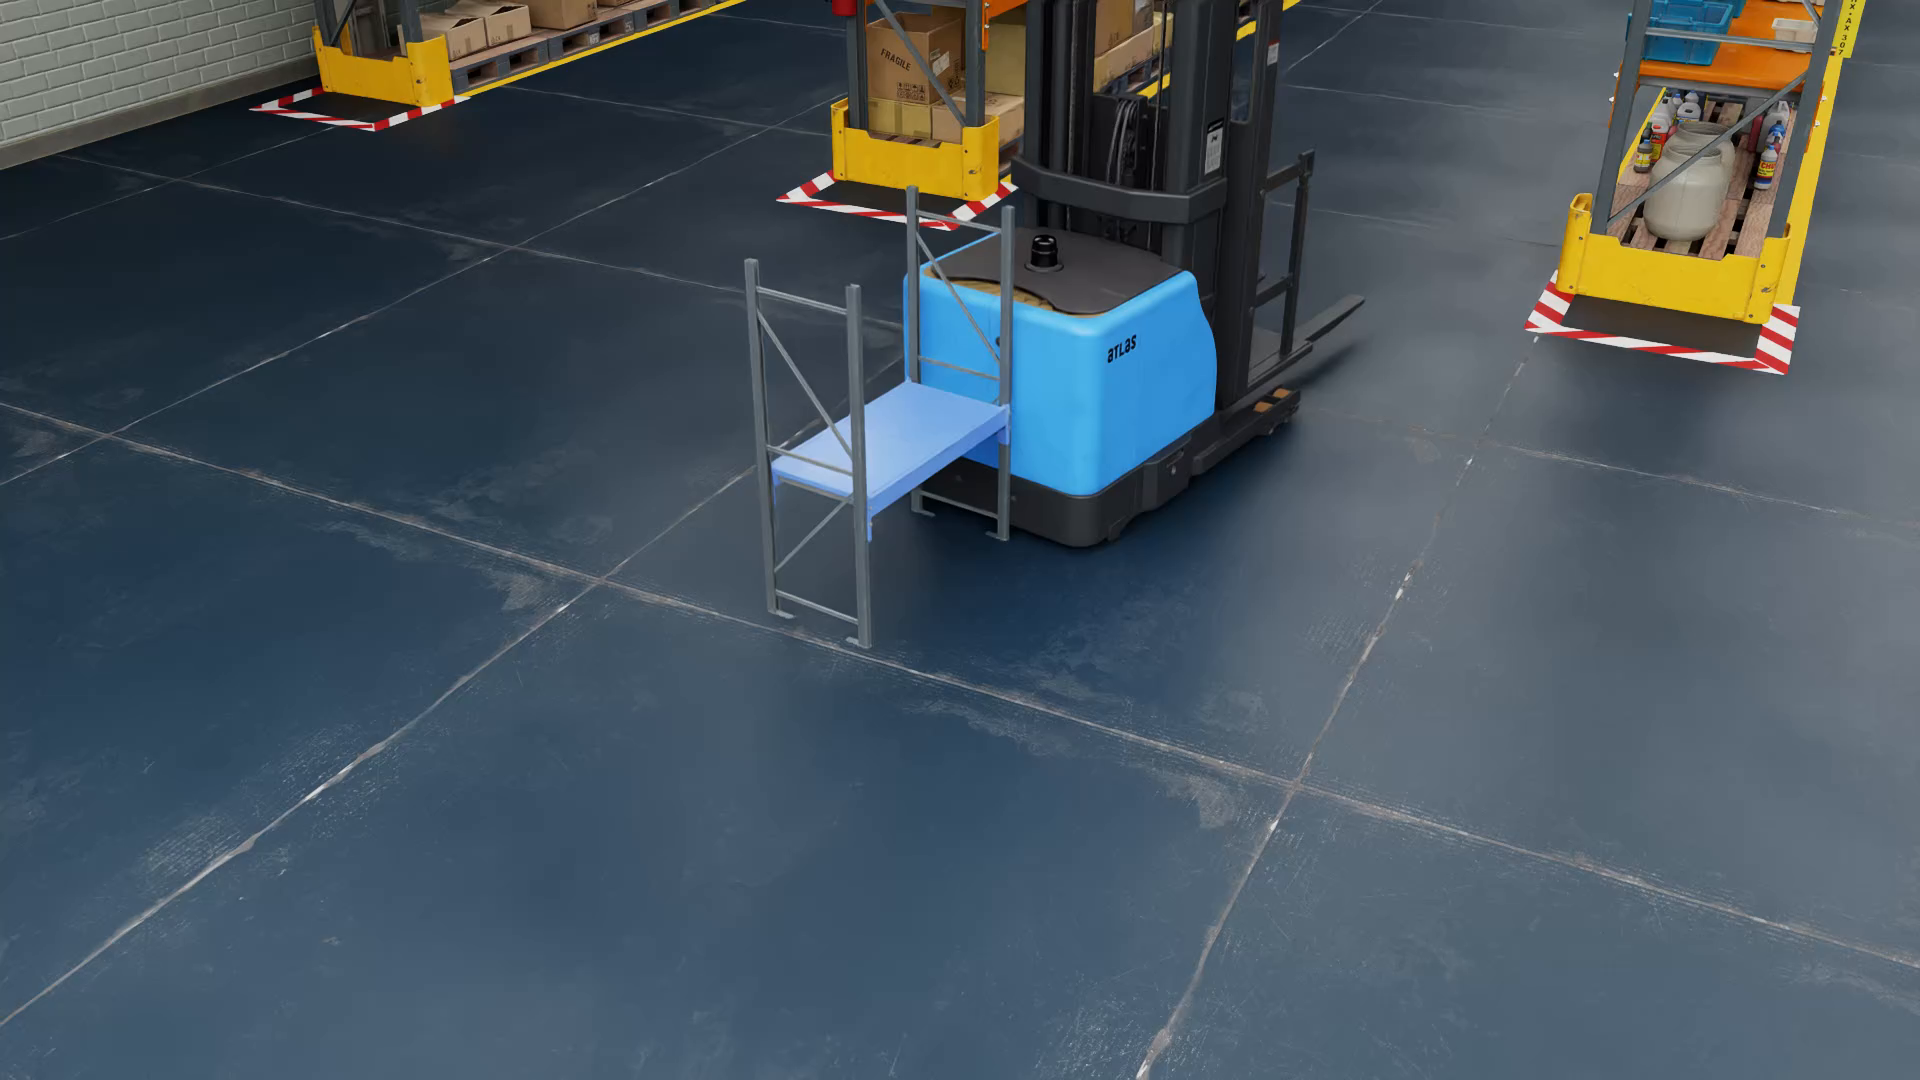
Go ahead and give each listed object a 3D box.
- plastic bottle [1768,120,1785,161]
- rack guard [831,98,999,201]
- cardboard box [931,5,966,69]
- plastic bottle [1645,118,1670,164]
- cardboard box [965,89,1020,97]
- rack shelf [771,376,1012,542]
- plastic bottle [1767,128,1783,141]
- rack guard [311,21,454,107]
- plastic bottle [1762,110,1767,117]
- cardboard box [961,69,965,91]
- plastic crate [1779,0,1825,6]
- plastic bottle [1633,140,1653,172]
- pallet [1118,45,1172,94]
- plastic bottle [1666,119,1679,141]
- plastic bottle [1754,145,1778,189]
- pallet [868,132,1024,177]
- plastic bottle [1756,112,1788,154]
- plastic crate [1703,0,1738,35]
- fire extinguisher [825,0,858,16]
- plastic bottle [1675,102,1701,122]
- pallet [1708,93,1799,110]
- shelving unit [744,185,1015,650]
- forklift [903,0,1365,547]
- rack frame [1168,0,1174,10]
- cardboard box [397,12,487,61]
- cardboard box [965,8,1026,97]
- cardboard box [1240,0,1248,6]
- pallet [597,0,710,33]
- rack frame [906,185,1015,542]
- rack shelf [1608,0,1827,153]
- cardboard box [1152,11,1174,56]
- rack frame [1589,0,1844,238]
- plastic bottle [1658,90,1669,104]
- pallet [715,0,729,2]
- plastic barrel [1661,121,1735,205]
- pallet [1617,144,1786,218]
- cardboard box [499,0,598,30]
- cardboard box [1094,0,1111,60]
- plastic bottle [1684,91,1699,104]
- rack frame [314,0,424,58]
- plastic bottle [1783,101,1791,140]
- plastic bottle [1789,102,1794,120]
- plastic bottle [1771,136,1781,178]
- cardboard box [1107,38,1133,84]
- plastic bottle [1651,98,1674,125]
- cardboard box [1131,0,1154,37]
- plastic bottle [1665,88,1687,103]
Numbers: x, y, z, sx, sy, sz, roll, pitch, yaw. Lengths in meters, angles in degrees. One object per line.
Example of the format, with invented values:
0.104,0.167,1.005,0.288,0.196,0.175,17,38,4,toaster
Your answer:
5.503,-2.697,11.232,0.097,0.271,0.097,0,30,0,plastic bottle
-0.314,-2.701,11.451,1.175,0.500,0.348,14,33,23,rack guard
0.119,-3.862,12.550,0.500,0.500,0.500,14,33,23,cardboard box
4.691,-2.699,11.231,0.152,0.276,0.135,15,33,24,plastic bottle
0.364,-3.195,12.141,0.500,0.250,0.500,14,33,23,cardboard box
-0.282,-0.349,6.713,0.538,0.185,1.000,18,35,29,rack shelf
5.410,-2.607,11.076,0.097,0.271,0.097,0,30,0,plastic bottle
-4.680,-3.867,13.483,1.175,0.500,0.348,14,33,23,rack guard
5.553,-2.889,11.555,0.061,0.283,0.133,14,33,23,plastic bottle
-0.104,-3.314,12.349,0.500,0.250,0.500,14,33,23,cardboard box
5.413,-3.552,10.688,0.530,0.136,0.437,14,33,23,plastic crate
4.552,-2.561,11.066,0.097,0.201,0.097,0,30,0,plastic bottle
1.120,-4.017,14.032,1.003,0.211,1.213,14,33,23,pallet
4.786,-2.678,11.188,0.061,0.283,0.133,14,33,23,plastic bottle
5.209,-2.411,10.734,0.097,0.271,0.097,0,30,0,plastic bottle
0.008,-2.935,12.149,1.003,0.211,1.213,14,33,23,pallet
5.578,-2.803,11.412,0.152,0.276,0.135,15,33,24,plastic bottle
4.368,-3.182,9.928,0.499,0.251,0.408,14,33,23,plastic crate
-0.770,-3.815,10.959,0.296,0.674,0.183,14,33,23,fire extinguisher
5.054,-2.895,11.572,0.152,0.276,0.135,14,33,23,plastic bottle
6.251,-3.591,13.292,1.003,0.211,1.213,14,33,23,pallet
-0.282,-0.505,6.624,0.538,1.500,1.048,18,35,29,shelving unit
1.036,-1.914,7.640,1.130,2.935,3.031,21,36,32,forklift
1.519,-5.569,13.935,1.000,3.000,0.127,14,33,23,rack frame
-4.319,-4.229,13.860,0.500,0.311,0.500,11,32,18,cardboard box
0.366,-3.520,11.954,0.500,0.500,0.500,14,33,23,cardboard box
2.391,-5.138,15.524,0.500,0.250,0.500,13,32,22,cardboard box
-3.167,-5.176,16.051,1.003,0.211,1.213,14,33,23,pallet
-0.002,-0.717,6.992,0.500,1.500,0.032,18,35,29,rack frame
5.016,-3.245,10.611,1.077,0.370,4.000,14,33,23,rack shelf
1.503,-4.303,14.071,0.500,0.250,0.500,14,33,23,cardboard box
4.105,-2.670,8.888,1.000,3.000,0.127,14,33,23,rack frame
4.992,-3.045,11.827,0.061,0.283,0.133,16,33,25,plastic bottle
-2.539,-5.827,17.185,1.003,0.211,1.213,14,33,23,pallet
4.565,-2.305,10.328,0.421,0.512,0.421,0,30,0,plastic barrel
5.030,-2.403,11.223,1.003,0.211,1.213,14,33,23,pallet
-3.681,-4.877,14.800,0.700,0.500,0.500,12,32,20,cardboard box
0.825,-3.962,12.724,0.500,0.500,0.500,14,33,23,cardboard box
5.232,-3.096,11.927,0.097,0.271,0.097,0,30,0,plastic bottle
-4.714,-4.918,12.801,1.000,3.000,0.127,14,33,23,rack frame
5.766,-2.939,11.641,0.061,0.283,0.133,17,34,27,plastic bottle
6.002,-3.168,12.041,0.061,0.283,0.133,16,34,26,plastic bottle
5.328,-2.512,10.899,0.061,0.283,0.133,15,33,24,plastic bottle
1.052,-3.859,13.297,0.500,0.250,0.500,14,33,23,cardboard box
4.826,-2.867,11.449,0.144,0.351,0.185,16,33,25,plastic bottle
1.265,-4.410,13.503,0.500,0.500,0.500,14,33,23,cardboard box
5.190,-3.222,12.067,0.144,0.351,0.185,15,33,25,plastic bottle
